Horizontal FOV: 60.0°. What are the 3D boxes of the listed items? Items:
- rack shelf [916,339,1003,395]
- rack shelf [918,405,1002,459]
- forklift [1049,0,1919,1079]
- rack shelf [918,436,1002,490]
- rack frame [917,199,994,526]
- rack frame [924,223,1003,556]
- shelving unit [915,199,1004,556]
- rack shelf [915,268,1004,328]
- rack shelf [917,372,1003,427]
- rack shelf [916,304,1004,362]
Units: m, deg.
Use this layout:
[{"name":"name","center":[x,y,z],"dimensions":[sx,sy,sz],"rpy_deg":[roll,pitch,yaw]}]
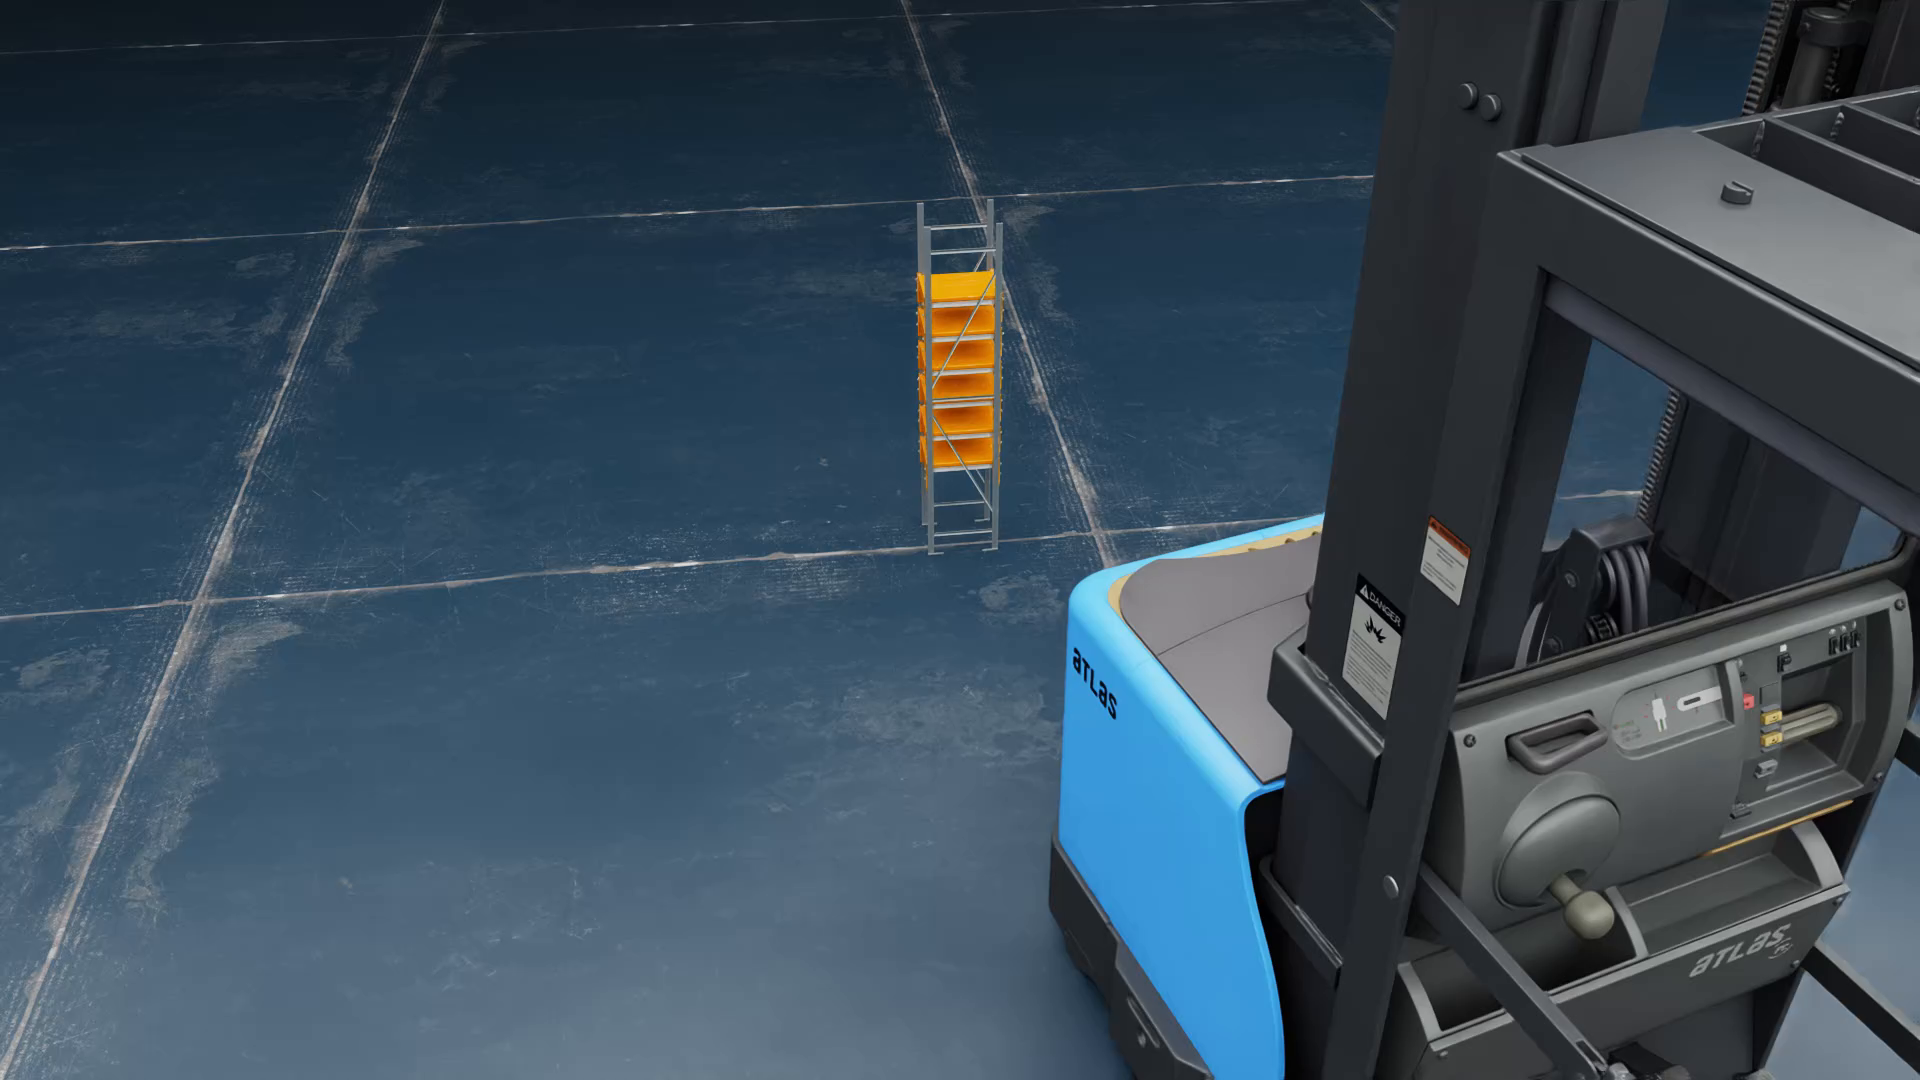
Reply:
[{"name":"rack shelf","center":[-0.002,-0.566,5.381],"dimensions":[0.258,0.103,0.180],"rpy_deg":[-4,35,-6]},{"name":"rack shelf","center":[-0.002,-0.368,5.517],"dimensions":[0.258,0.103,0.180],"rpy_deg":[-4,35,-6]},{"name":"forklift","center":[1.270,0.416,2.538],"dimensions":[1.130,2.935,3.031],"rpy_deg":[-13,37,-19]},{"name":"rack shelf","center":[-0.002,-0.269,5.584],"dimensions":[0.258,0.103,0.180],"rpy_deg":[-4,35,-6]},{"name":"rack frame","center":[-0.014,-0.555,5.499],"dimensions":[0.240,1.200,0.006],"rpy_deg":[-4,35,-6]},{"name":"rack frame","center":[0.010,-0.453,5.349],"dimensions":[0.240,1.200,0.006],"rpy_deg":[-4,35,-6]},{"name":"shelving unit","center":[-0.002,-0.504,5.424],"dimensions":[0.258,1.200,0.189],"rpy_deg":[-4,35,-6]},{"name":"rack shelf","center":[-0.002,-0.765,5.246],"dimensions":[0.258,0.103,0.180],"rpy_deg":[-4,35,-6]},{"name":"rack shelf","center":[-0.002,-0.467,5.449],"dimensions":[0.258,0.103,0.180],"rpy_deg":[-4,35,-6]},{"name":"rack shelf","center":[-0.002,-0.665,5.314],"dimensions":[0.258,0.103,0.180],"rpy_deg":[-4,35,-6]}]
